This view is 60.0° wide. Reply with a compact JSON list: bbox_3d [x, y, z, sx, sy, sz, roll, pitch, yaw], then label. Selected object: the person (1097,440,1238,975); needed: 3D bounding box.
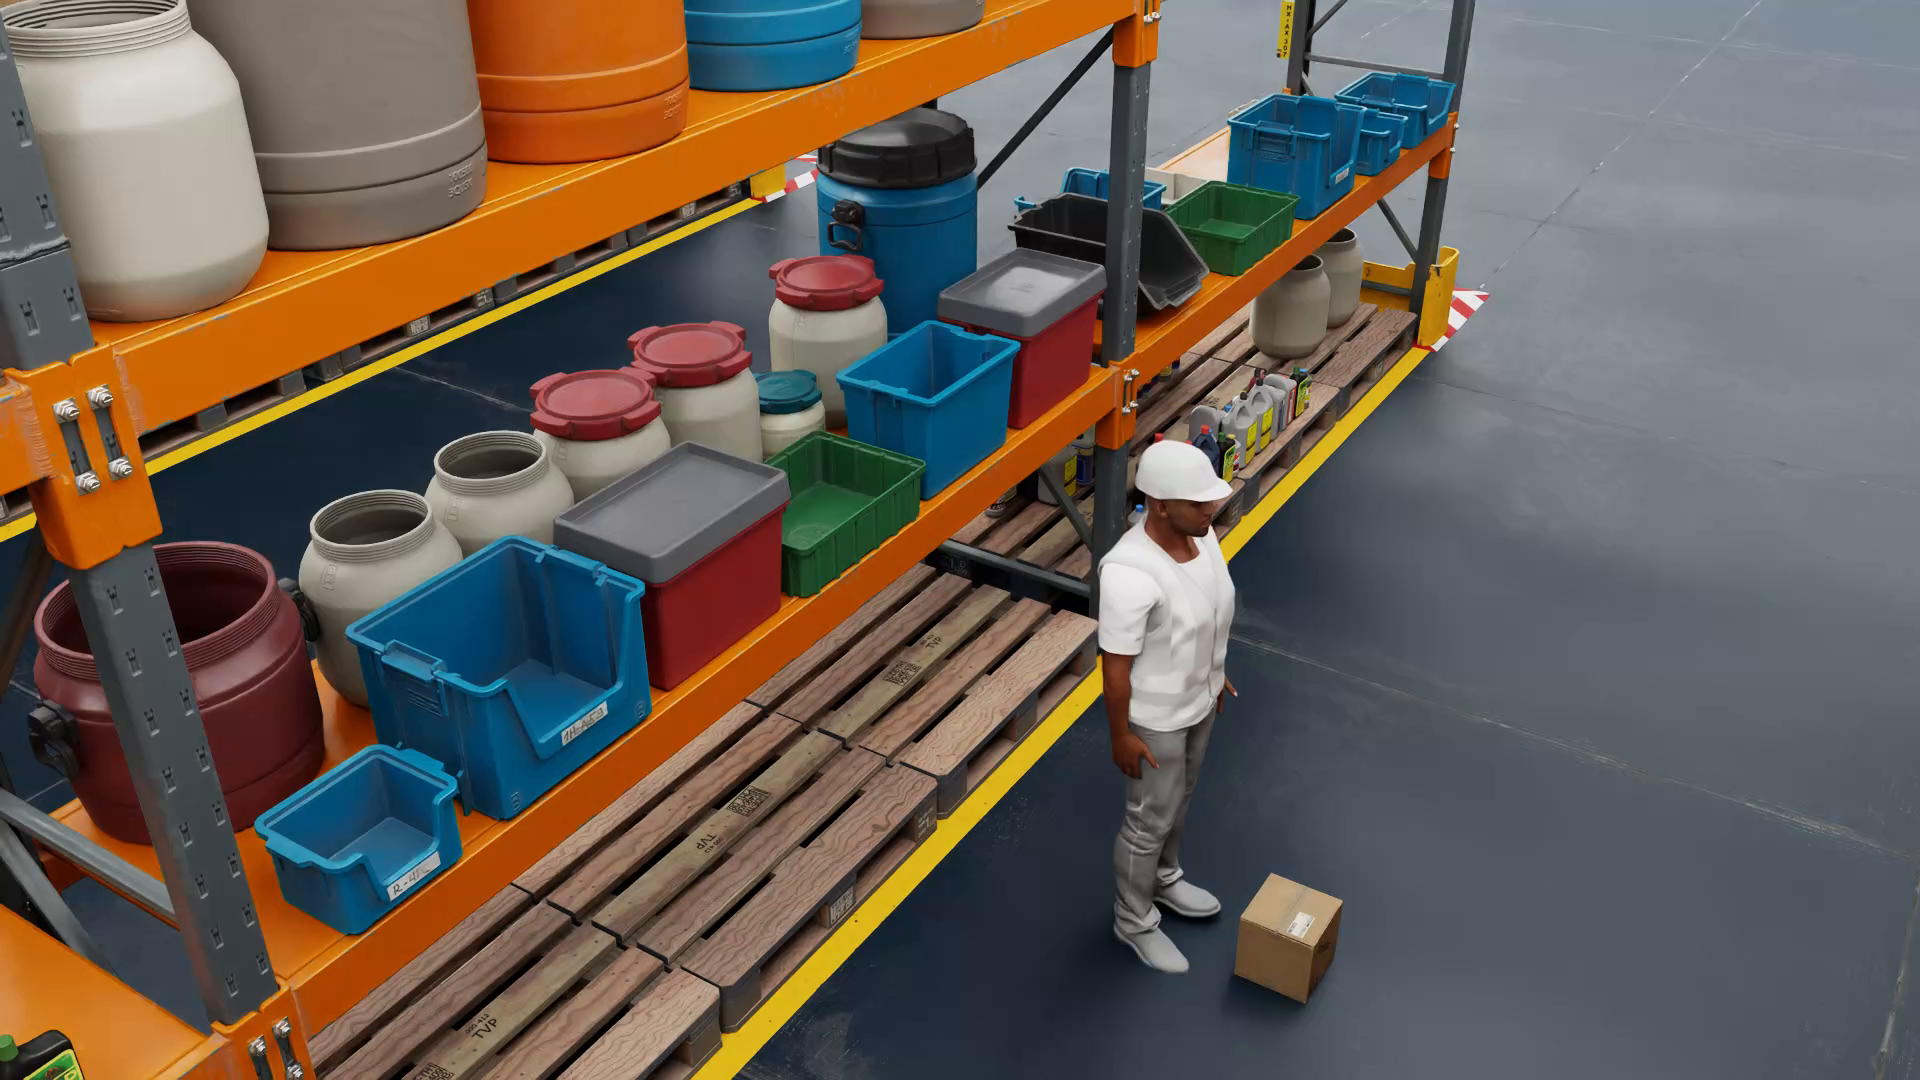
[{"bbox_3d":[0.677,0.518,5.236,0.426,1.795,0.577,18,35,28],"label":"person"}]
